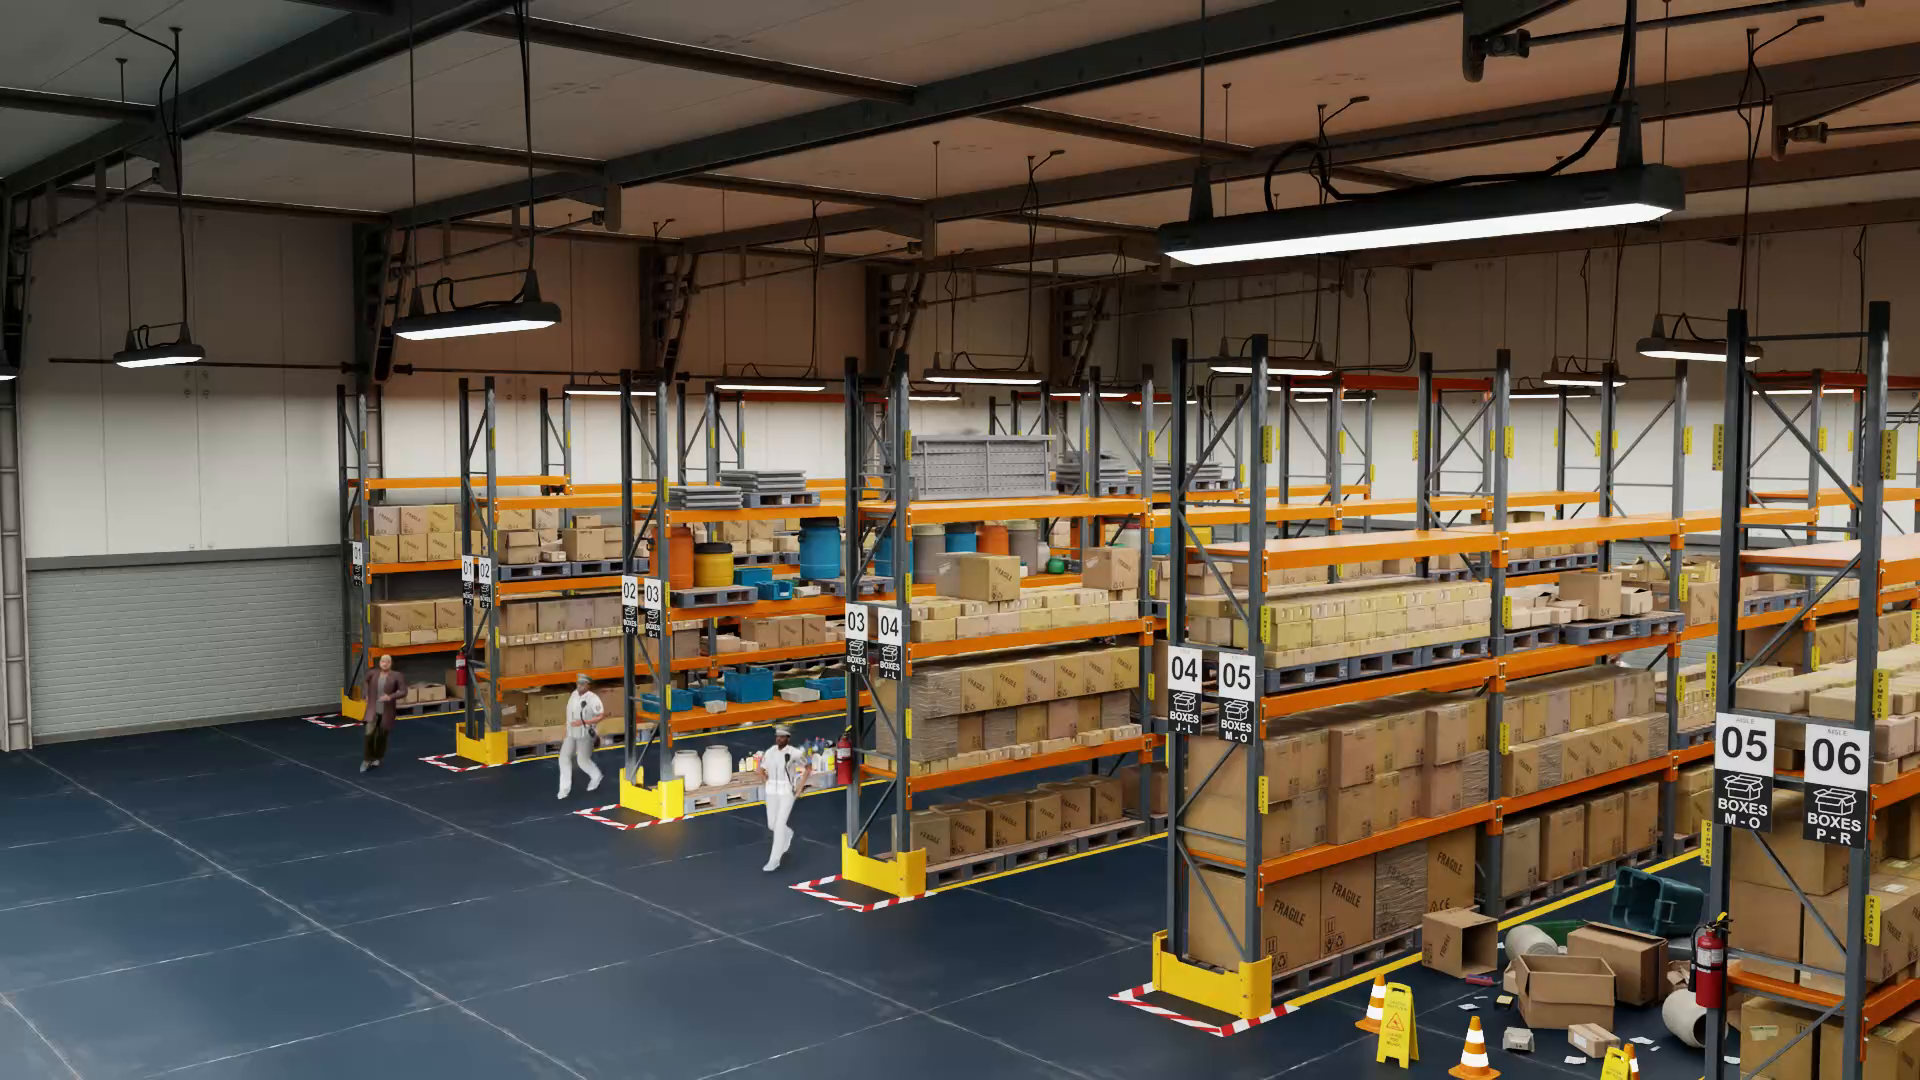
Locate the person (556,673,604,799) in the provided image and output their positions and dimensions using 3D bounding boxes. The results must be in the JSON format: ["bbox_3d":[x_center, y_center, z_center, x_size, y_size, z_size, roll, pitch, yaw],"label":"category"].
[{"bbox_3d":[-5.304,2.780,23.561,0.705,1.845,0.792,2,4,29],"label":"person"}]

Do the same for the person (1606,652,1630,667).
[{"bbox_3d":[10.571,2.543,26.869,0.649,1.753,0.659,-3,5,-42],"label":"person"}]

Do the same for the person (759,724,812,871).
[{"bbox_3d":[-2.105,3.010,19.774,0.607,1.674,0.913,1,4,20],"label":"person"}]

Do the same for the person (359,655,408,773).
[{"bbox_3d":[-8.770,2.632,25.328,0.719,1.798,0.748,-1,4,-11],"label":"person"}]
